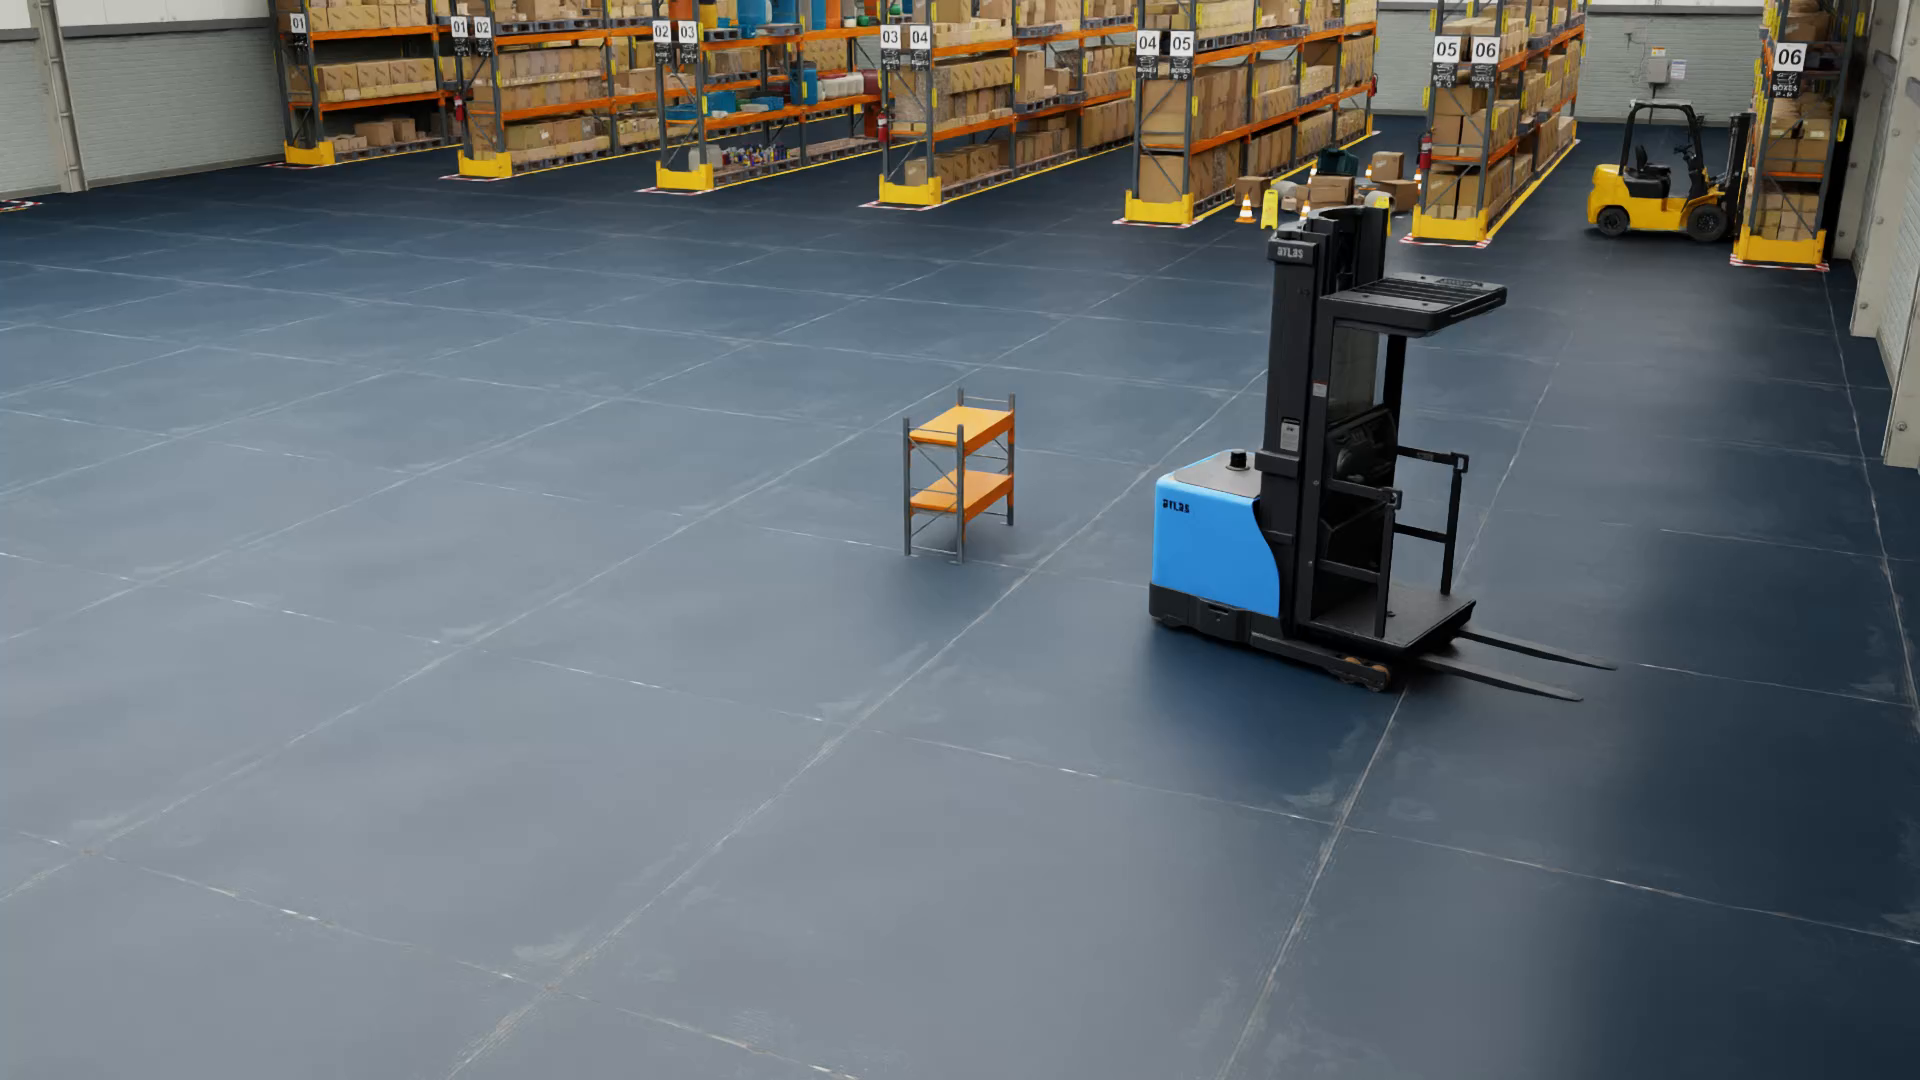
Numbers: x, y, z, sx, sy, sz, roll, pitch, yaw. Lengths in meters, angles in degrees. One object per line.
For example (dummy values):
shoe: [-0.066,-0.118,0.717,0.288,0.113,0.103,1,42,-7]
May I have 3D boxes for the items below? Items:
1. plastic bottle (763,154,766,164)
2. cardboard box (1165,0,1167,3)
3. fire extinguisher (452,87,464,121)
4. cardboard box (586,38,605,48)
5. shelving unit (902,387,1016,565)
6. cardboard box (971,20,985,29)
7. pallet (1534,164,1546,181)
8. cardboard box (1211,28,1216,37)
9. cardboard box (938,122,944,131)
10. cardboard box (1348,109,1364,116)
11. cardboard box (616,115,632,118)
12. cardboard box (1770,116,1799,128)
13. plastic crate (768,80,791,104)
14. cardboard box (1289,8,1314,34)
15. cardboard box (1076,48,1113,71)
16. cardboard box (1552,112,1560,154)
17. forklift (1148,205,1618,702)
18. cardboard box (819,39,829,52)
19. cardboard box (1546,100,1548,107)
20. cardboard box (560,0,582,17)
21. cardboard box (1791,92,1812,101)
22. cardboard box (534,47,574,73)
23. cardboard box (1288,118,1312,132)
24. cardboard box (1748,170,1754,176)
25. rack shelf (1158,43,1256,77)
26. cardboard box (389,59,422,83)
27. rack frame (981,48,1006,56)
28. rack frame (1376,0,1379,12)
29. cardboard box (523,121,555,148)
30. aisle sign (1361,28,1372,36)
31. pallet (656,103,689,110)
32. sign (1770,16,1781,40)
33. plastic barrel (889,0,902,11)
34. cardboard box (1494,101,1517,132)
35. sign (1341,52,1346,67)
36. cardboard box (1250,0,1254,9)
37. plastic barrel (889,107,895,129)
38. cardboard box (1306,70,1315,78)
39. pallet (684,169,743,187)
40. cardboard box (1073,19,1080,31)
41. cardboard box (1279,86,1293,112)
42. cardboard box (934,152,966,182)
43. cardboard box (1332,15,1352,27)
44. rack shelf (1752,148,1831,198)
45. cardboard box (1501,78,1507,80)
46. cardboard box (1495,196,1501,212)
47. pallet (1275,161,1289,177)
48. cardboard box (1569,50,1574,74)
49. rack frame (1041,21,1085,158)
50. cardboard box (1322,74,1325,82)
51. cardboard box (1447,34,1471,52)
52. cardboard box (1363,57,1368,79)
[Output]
plastic bottle: [-4.157,-8.076,35.220,0.097,0.201,0.097,0,20,0]
cardboard box: [4.908,-13.877,42.612,0.700,0.500,0.500,7,21,19]
fire extinguisher: [-10.480,-9.119,34.749,0.296,0.674,0.183,9,21,23]
cardboard box: [-10.000,-13.536,45.311,0.500,0.250,0.500,9,21,24]
shelving unit: [0.003,-0.532,13.286,0.538,1.125,1.048,9,21,23]
cardboard box: [0.262,-9.978,32.201,0.380,0.149,0.250,10,22,25]
pallet: [11.737,-7.770,35.002,1.003,0.211,1.213,9,21,23]
cardboard box: [4.255,-8.889,29.109,0.380,0.149,0.250,9,21,23]
cardboard box: [-0.518,-7.777,31.236,0.380,0.149,0.250,9,21,23]
cardboard box: [10.078,-10.885,42.341,0.380,0.149,0.250,9,21,23]
cardboard box: [-8.052,-9.992,39.730,0.500,0.311,0.500,8,21,23]
cardboard box: [12.554,-6.359,25.312,0.380,0.149,0.250,9,21,23]
plastic crate: [-3.933,-9.890,36.706,0.402,0.464,0.583,9,21,23]
cardboard box: [7.265,-11.100,35.578,0.500,0.500,0.500,9,21,23]
cardboard box: [3.156,-11.359,39.285,0.797,0.503,0.637,9,22,24]
cardboard box: [12.802,-9.072,37.046,0.875,0.875,0.875,9,22,24]
forklift: [2.795,-0.604,10.794,3.031,2.935,1.130,16,25,37]
cardboard box: [-4.012,-13.893,46.415,0.500,0.500,0.500,9,22,24]
cardboard box: [11.969,-9.057,34.683,0.500,0.250,0.500,8,21,21]
cardboard box: [-8.817,-11.957,37.152,0.500,0.500,0.500,10,22,27]
cardboard box: [15.927,-8.399,31.491,0.380,0.149,0.250,9,22,24]
cardboard box: [-8.957,-10.565,36.614,0.700,0.500,0.500,9,21,23]
cardboard box: [7.499,-9.208,36.867,0.500,0.250,0.500,8,21,22]
cardboard box: [13.534,-6.064,28.029,0.500,0.250,0.500,9,21,23]
rack shelf: [4.331,-8.742,30.170,1.077,0.370,4.000,9,21,23]
cardboard box: [-13.001,-10.981,38.944,0.500,0.500,0.500,8,21,22]
rack frame: [1.062,-13.338,46.497,1.000,3.000,0.127,9,21,23]
rack frame: [10.064,-14.774,41.581,1.000,3.000,0.127,9,21,23]
cardboard box: [-9.189,-8.825,36.164,0.500,0.500,0.500,9,21,23]
aisle sign: [10.368,-13.153,42.097,0.394,0.787,0.004,9,21,23]
pallet: [-8.734,-12.757,49.025,1.003,0.211,1.213,9,21,23]
sign: [12.110,-7.600,24.681,0.100,0.325,0.005,9,21,23]
plastic barrel: [-1.626,-13.130,40.607,0.433,0.535,0.433,0,20,0]
cardboard box: [9.548,-7.489,29.458,0.500,0.500,0.500,9,22,25]
sign: [8.934,-11.195,38.742,0.100,0.325,0.005,9,21,23]
cardboard box: [5.291,-10.039,31.152,0.380,0.149,0.250,8,21,22]
plastic barrel: [-1.567,-10.451,41.352,0.600,0.588,0.708,9,21,23]
cardboard box: [7.691,-10.378,37.034,0.380,0.149,0.250,9,22,24]
pallet: [-5.165,-7.410,33.991,1.003,0.211,1.213,9,21,23]
cardboard box: [2.333,-11.377,36.729,0.500,0.250,0.500,9,21,23]
cardboard box: [6.643,-9.222,34.774,0.500,0.500,0.500,9,21,23]
cardboard box: [-0.213,-7.352,32.770,0.500,0.500,0.500,11,22,28]
cardboard box: [8.856,-12.172,38.966,0.500,0.250,0.500,10,22,25]
rack shelf: [13.418,-6.000,26.937,1.077,0.370,4.000,9,21,23]
cardboard box: [10.320,-8.657,32.115,0.500,0.500,0.500,8,21,21]
cardboard box: [9.080,-5.842,28.897,0.500,0.250,0.500,10,22,26]
pallet: [6.396,-7.957,35.528,1.003,0.211,1.213,9,21,23]
cardboard box: [13.832,-11.015,38.324,0.500,0.500,0.500,9,21,24]
rack frame: [2.304,-10.213,37.710,1.000,3.000,0.127,9,21,23]
cardboard box: [8.124,-10.555,37.975,0.380,0.149,0.250,8,21,21]
cardboard box: [8.033,-8.084,27.026,0.500,0.250,0.500,8,21,22]
cardboard box: [9.899,-11.805,41.593,0.500,0.500,0.500,8,21,22]
